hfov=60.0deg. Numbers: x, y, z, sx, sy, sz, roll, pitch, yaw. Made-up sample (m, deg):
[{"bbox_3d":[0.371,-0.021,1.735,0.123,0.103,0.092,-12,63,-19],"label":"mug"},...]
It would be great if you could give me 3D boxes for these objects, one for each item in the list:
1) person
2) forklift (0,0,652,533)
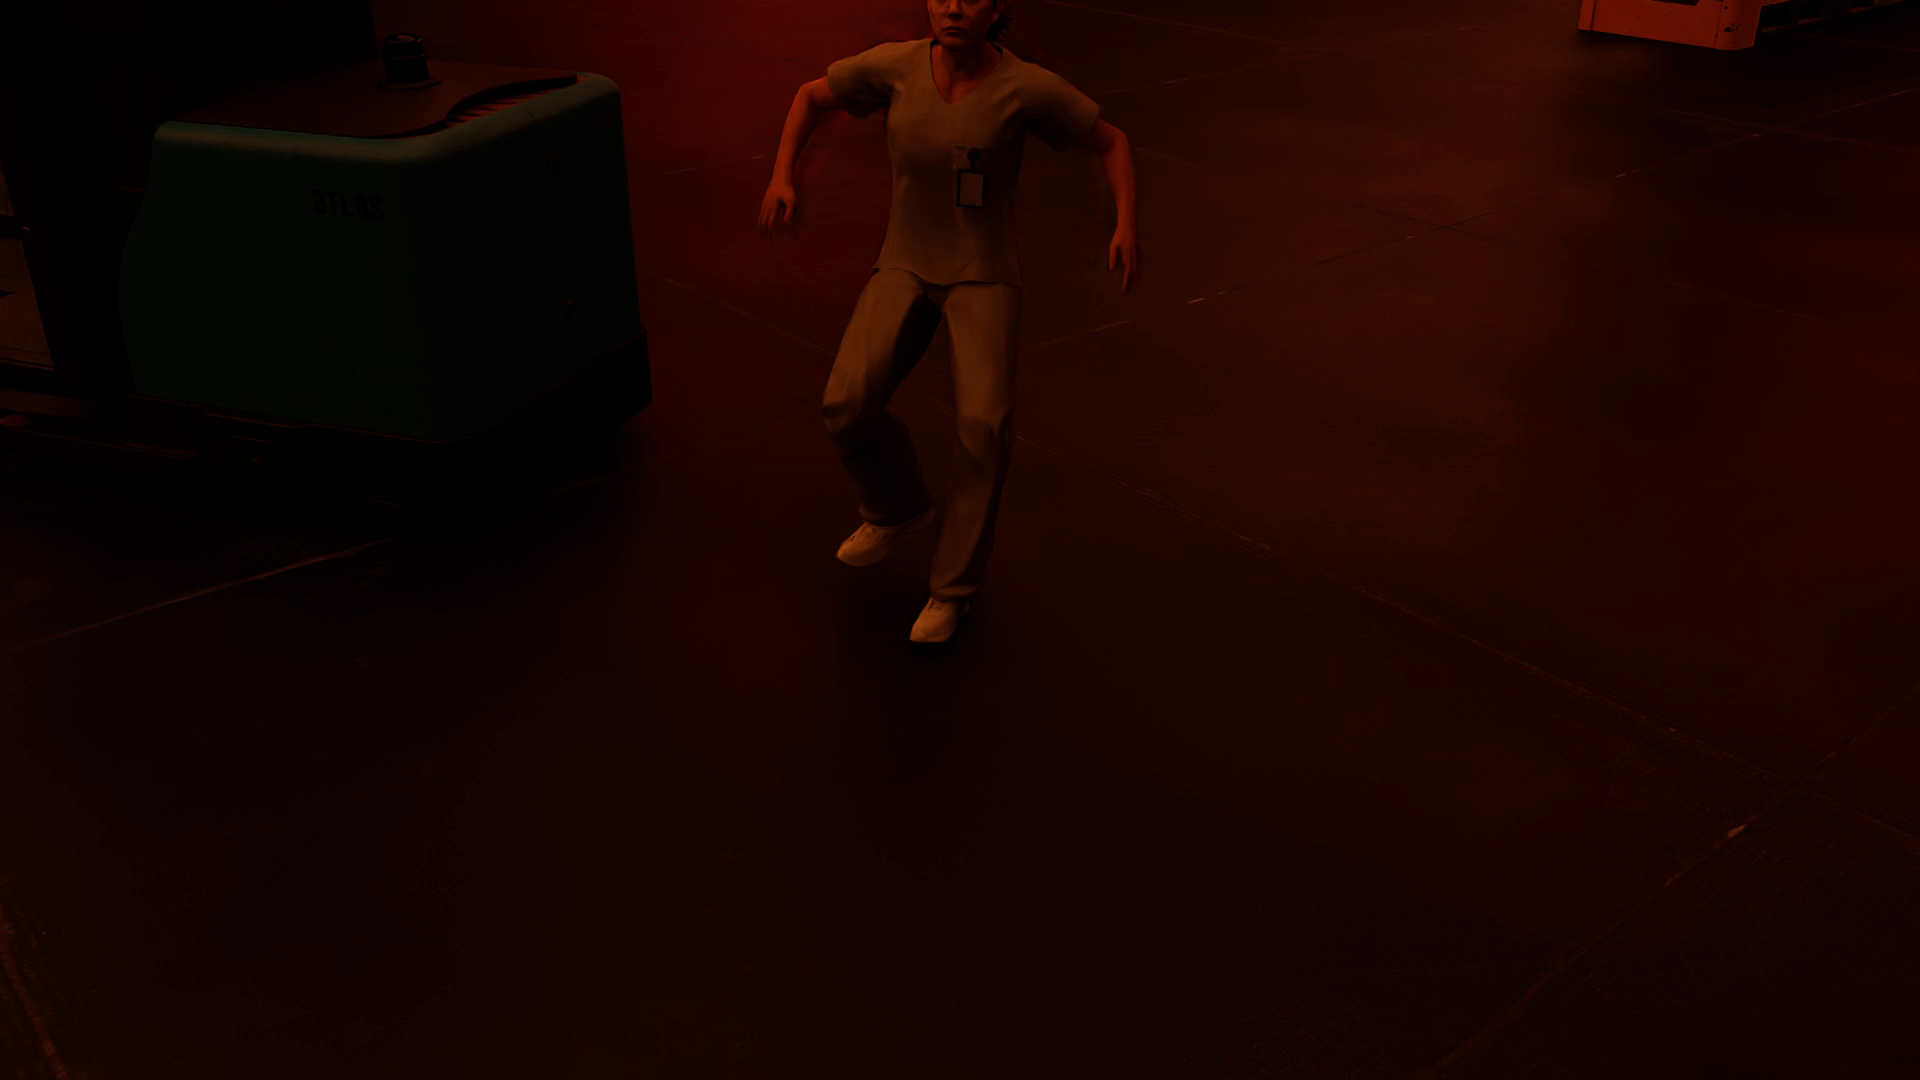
[{"bbox_3d":[-0.043,-0.567,3.888,0.901,1.564,0.681,7,27,14],"label":"person"},{"bbox_3d":[-2.539,-1.723,4.676,3.031,2.935,1.130,9,28,18],"label":"forklift"}]
